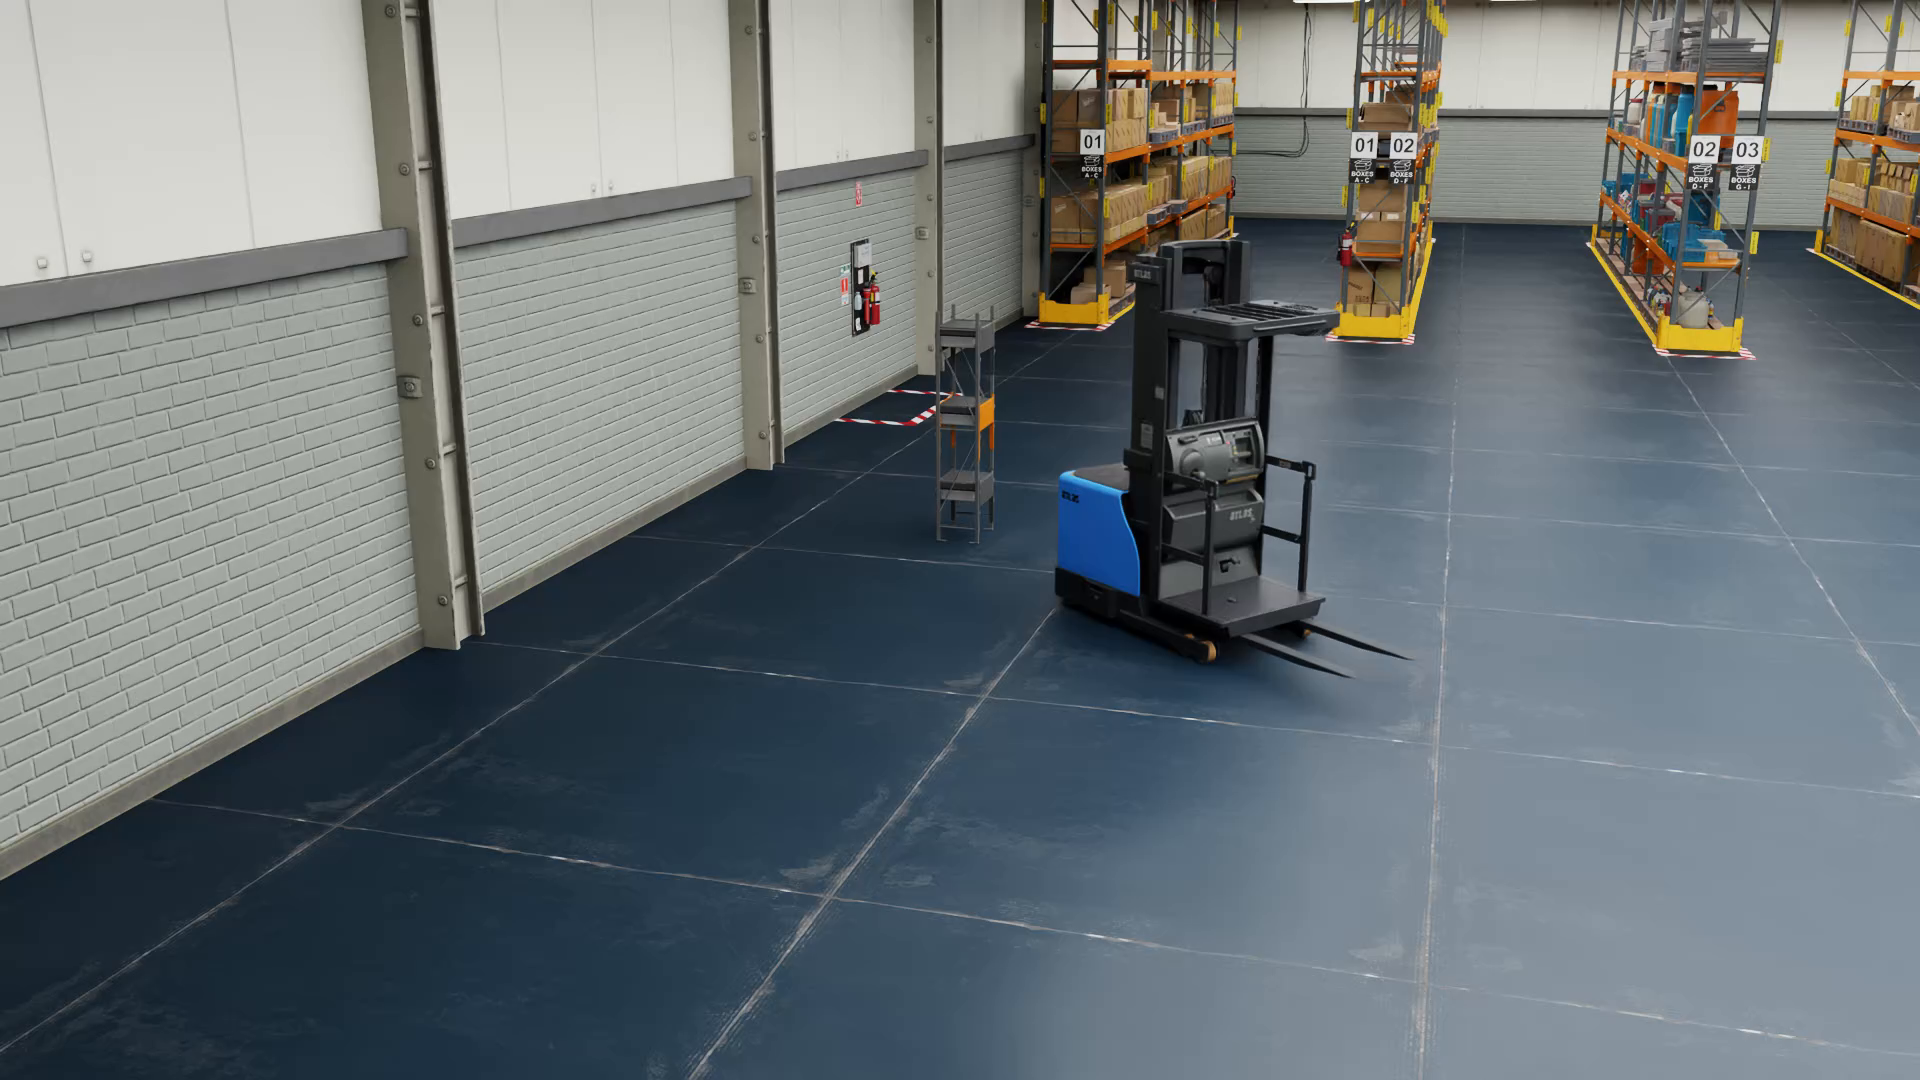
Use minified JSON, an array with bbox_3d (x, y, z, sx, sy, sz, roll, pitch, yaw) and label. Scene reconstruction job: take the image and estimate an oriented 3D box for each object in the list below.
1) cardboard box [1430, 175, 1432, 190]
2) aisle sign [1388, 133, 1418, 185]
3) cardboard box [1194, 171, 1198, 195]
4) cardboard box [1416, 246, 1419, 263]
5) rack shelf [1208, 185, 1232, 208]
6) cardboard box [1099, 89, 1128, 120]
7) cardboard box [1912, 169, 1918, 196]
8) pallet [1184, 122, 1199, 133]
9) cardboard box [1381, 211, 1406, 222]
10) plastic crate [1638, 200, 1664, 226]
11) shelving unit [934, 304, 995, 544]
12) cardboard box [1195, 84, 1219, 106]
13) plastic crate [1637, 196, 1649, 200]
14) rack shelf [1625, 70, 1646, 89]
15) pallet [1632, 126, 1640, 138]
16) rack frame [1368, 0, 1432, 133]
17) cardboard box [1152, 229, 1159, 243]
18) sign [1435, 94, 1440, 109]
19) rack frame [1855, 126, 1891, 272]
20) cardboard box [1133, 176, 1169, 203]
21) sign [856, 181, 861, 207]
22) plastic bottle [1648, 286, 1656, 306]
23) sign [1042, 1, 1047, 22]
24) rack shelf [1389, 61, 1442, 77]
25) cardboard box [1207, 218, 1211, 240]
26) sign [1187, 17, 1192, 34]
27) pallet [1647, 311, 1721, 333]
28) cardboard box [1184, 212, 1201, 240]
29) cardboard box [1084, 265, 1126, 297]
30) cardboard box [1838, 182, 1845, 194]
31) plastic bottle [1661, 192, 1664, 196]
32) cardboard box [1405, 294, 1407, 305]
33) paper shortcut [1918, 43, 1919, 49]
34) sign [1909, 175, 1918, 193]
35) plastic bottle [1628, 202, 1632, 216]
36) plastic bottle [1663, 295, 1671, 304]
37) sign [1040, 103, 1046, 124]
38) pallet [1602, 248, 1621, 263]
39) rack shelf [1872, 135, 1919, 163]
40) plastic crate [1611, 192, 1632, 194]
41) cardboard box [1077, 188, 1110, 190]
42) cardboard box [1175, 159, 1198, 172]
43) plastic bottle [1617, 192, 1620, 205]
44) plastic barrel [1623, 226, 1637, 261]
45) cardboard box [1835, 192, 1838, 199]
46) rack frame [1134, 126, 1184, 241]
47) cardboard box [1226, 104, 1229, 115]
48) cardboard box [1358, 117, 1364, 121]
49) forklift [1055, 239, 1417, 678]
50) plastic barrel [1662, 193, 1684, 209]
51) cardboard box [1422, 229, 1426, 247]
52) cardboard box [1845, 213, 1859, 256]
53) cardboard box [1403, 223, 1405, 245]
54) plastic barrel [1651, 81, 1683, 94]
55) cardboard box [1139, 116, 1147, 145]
[{"bbox_3d":[10.764,-8.329,38.934,0.500,0.500,0.500,5,16,16],"label":"cardboard box"},{"bbox_3d":[6.936,-5.974,26.051,0.394,0.787,0.004,5,16,16],"label":"aisle sign"},{"bbox_3d":[5.007,-7.951,37.021,0.500,0.500,0.500,5,17,17],"label":"cardboard box"},{"bbox_3d":[8.880,-5.714,33.138,0.500,0.311,0.500,4,16,15],"label":"cardboard box"},{"bbox_3d":[5.889,-8.464,40.912,1.077,0.370,4.000,5,16,16],"label":"rack shelf"},{"bbox_3d":[2.578,-7.473,28.552,0.500,0.500,0.500,5,17,17],"label":"cardboard box"},{"bbox_3d":[18.654,-6.809,31.736,0.797,0.503,0.637,5,17,18],"label":"cardboard box"},{"bbox_3d":[4.631,-9.058,36.537,1.003,0.211,1.213,5,17,18],"label":"pallet"},{"bbox_3d":[6.979,-5.210,26.750,0.380,0.149,0.250,5,16,15],"label":"cardboard box"},{"bbox_3d":[12.930,-6.104,31.155,0.402,0.464,0.583,5,16,16],"label":"plastic crate"},{"bbox_3d":[0.047,-1.053,15.116,0.431,2.100,0.503,5,16,16],"label":"shelving unit"},{"bbox_3d":[5.792,-10.433,38.988,0.500,0.500,0.500,4,16,15],"label":"cardboard box"},{"bbox_3d":[15.088,-7.531,36.679,0.396,0.136,0.243,5,16,16],"label":"plastic crate"},{"bbox_3d":[14.251,-9.343,33.750,1.077,0.370,4.000,5,16,16],"label":"rack shelf"},{"bbox_3d":[14.370,-8.361,34.080,1.003,0.211,1.213,5,16,16],"label":"pallet"},{"bbox_3d":[7.797,-8.697,29.420,1.000,3.000,0.127,5,16,16],"label":"rack frame"},{"bbox_3d":[3.807,-6.274,34.271,0.500,0.250,0.500,5,17,17],"label":"cardboard box"},{"bbox_3d":[10.604,-9.743,36.936,0.100,0.325,0.005,5,16,16],"label":"sign"},{"bbox_3d":[19.568,-7.134,34.906,1.000,3.000,0.127,5,16,16],"label":"rack frame"},{"bbox_3d":[3.927,-7.228,34.247,0.700,0.500,0.500,3,16,11],"label":"cardboard box"},{"bbox_3d":[-1.262,-4.305,20.683,0.001,0.298,0.199,5,16,16],"label":"sign"},{"bbox_3d":[11.918,-4.184,28.552,0.144,0.351,0.185,5,17,17],"label":"plastic bottle"},{"bbox_3d":[1.384,-8.607,27.103,0.100,0.325,0.005,5,16,16],"label":"sign"},{"bbox_3d":[10.639,-10.965,38.743,1.077,0.370,4.000,5,16,16],"label":"rack shelf"},{"bbox_3d":[5.631,-7.474,39.915,0.700,0.500,0.500,5,17,17],"label":"cardboard box"},{"bbox_3d":[4.707,-10.574,34.183,0.100,0.325,0.005,5,16,16],"label":"sign"},{"bbox_3d":[11.970,-3.591,27.525,1.003,0.211,1.213,5,16,16],"label":"pallet"},{"bbox_3d":[5.011,-7.042,37.749,0.750,0.750,0.750,5,17,18],"label":"cardboard box"},{"bbox_3d":[2.611,-4.668,29.984,0.700,0.500,0.500,4,16,12],"label":"cardboard box"},{"bbox_3d":[20.022,-7.880,37.263,0.500,0.250,0.500,4,16,14],"label":"cardboard box"},{"bbox_3d":[14.819,-7.181,35.159,0.144,0.351,0.185,5,16,16],"label":"plastic bottle"},{"bbox_3d":[7.307,-4.028,28.225,0.500,0.250,0.500,5,16,16],"label":"cardboard box"},{"bbox_3d":[18.303,-9.427,31.741,0.009,0.170,0.078,15,-12,13],"label":"paper shortcut"},{"bbox_3d":[17.898,-6.687,31.208,0.100,0.325,0.005,5,16,16],"label":"sign"},{"bbox_3d":[13.559,-6.689,33.572,0.097,0.271,0.097,0,16,0],"label":"plastic bottle"},{"bbox_3d":[11.893,-3.982,27.978,0.152,0.276,0.135,5,16,16],"label":"plastic bottle"},{"bbox_3d":[1.384,-7.065,27.541,0.100,0.325,0.005,5,16,16],"label":"sign"},{"bbox_3d":[14.991,-6.372,37.330,1.003,0.211,1.213,5,16,16],"label":"pallet"},{"bbox_3d":[18.999,-7.708,32.750,1.077,0.370,4.000,5,16,16],"label":"rack shelf"},{"bbox_3d":[14.879,-7.729,37.396,0.437,0.125,0.590,5,16,16],"label":"plastic crate"},{"bbox_3d":[2.416,-6.120,30.195,0.500,0.500,0.500,5,17,17],"label":"cardboard box"},{"bbox_3d":[4.989,-8.307,36.899,0.500,0.250,0.500,4,16,15],"label":"cardboard box"},{"bbox_3d":[14.306,-7.400,36.055,0.061,0.283,0.133,5,16,16],"label":"plastic bottle"},{"bbox_3d":[14.447,-6.385,35.339,0.600,0.901,0.708,5,16,16],"label":"plastic barrel"},{"bbox_3d":[20.070,-7.790,37.679,0.380,0.149,0.250,4,16,15],"label":"cardboard box"},{"bbox_3d":[4.184,-7.240,35.280,1.000,3.000,0.127,5,16,16],"label":"rack frame"},{"bbox_3d":[6.357,-10.606,40.970,0.500,0.250,0.500,4,16,14],"label":"cardboard box"},{"bbox_3d":[6.893,-6.901,27.723,0.500,0.311,0.500,7,17,22],"label":"cardboard box"},{"bbox_3d":[2.030,-0.661,12.209,1.130,2.935,3.031,-11,19,-34],"label":"forklift"},{"bbox_3d":[13.841,-6.393,32.042,0.600,0.536,0.708,5,16,16],"label":"plastic barrel"},{"bbox_3d":[10.057,-6.633,36.912,0.500,0.500,0.500,5,16,16],"label":"cardboard box"},{"bbox_3d":[20.088,-6.716,36.556,0.875,0.875,0.875,5,16,16],"label":"cardboard box"},{"bbox_3d":[7.097,-5.201,27.905,0.700,0.500,0.500,5,17,16],"label":"cardboard box"},{"bbox_3d":[14.481,-8.946,34.109,0.600,0.901,0.708,5,16,16],"label":"plastic barrel"},{"bbox_3d":[3.140,-7.543,30.629,0.500,0.500,0.500,5,17,17],"label":"cardboard box"}]
